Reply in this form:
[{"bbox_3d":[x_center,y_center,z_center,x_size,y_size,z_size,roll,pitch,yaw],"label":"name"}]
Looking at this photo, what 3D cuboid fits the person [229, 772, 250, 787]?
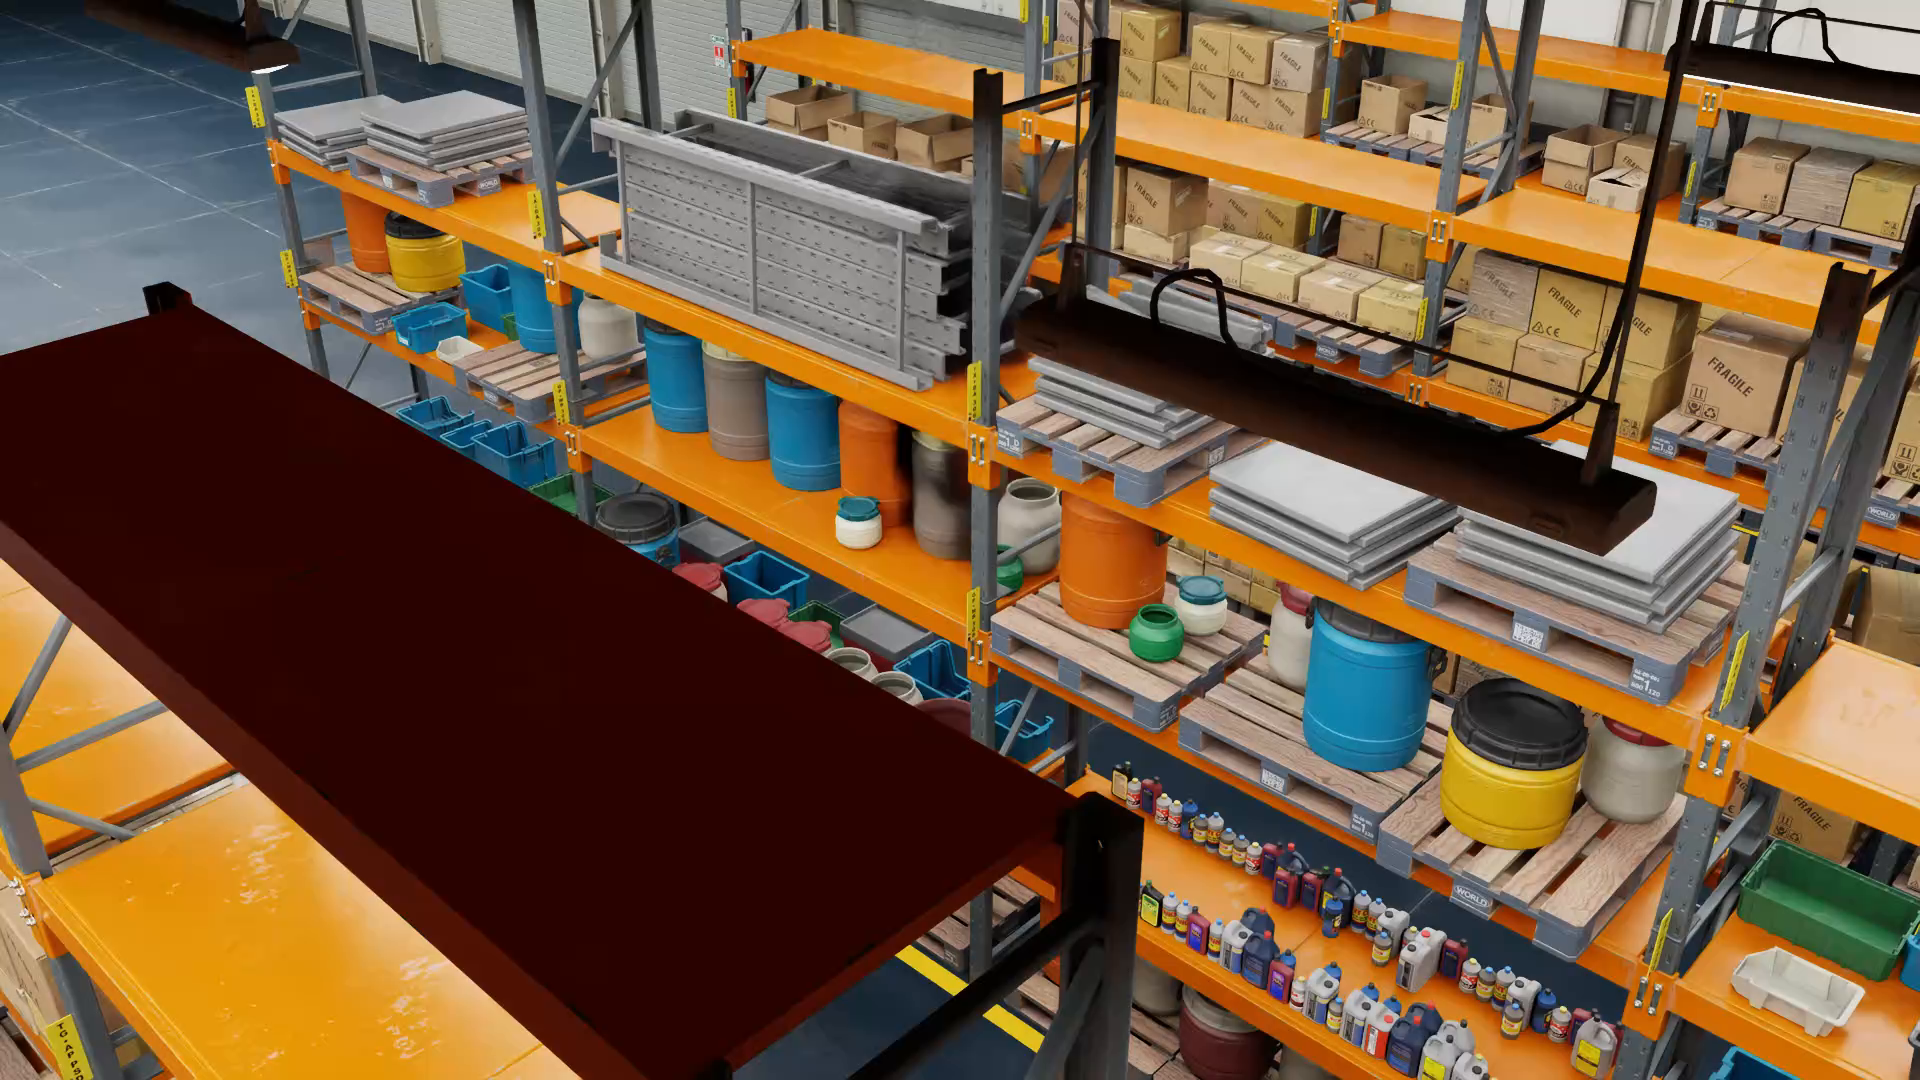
[{"bbox_3d":[-4.769,1.972,10.979,0.606,1.722,0.656,23,37,35],"label":"person"}]
